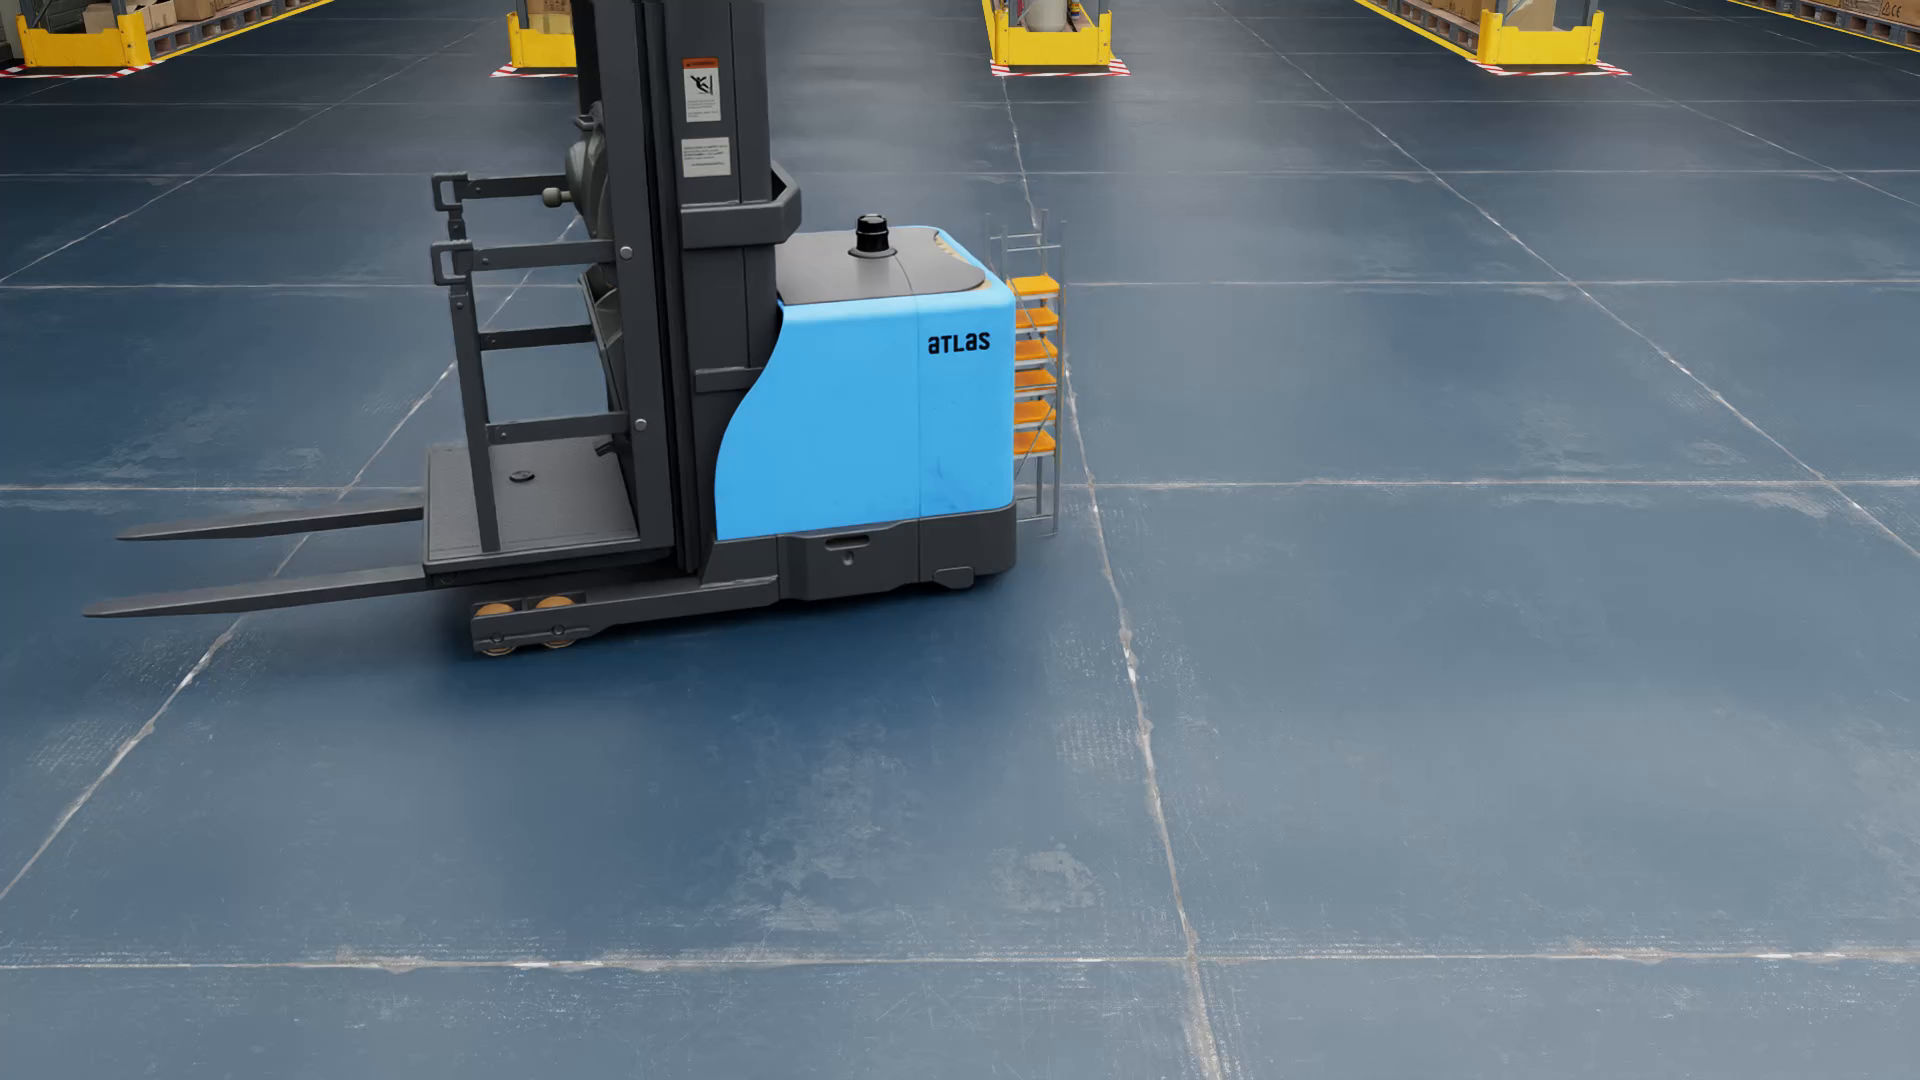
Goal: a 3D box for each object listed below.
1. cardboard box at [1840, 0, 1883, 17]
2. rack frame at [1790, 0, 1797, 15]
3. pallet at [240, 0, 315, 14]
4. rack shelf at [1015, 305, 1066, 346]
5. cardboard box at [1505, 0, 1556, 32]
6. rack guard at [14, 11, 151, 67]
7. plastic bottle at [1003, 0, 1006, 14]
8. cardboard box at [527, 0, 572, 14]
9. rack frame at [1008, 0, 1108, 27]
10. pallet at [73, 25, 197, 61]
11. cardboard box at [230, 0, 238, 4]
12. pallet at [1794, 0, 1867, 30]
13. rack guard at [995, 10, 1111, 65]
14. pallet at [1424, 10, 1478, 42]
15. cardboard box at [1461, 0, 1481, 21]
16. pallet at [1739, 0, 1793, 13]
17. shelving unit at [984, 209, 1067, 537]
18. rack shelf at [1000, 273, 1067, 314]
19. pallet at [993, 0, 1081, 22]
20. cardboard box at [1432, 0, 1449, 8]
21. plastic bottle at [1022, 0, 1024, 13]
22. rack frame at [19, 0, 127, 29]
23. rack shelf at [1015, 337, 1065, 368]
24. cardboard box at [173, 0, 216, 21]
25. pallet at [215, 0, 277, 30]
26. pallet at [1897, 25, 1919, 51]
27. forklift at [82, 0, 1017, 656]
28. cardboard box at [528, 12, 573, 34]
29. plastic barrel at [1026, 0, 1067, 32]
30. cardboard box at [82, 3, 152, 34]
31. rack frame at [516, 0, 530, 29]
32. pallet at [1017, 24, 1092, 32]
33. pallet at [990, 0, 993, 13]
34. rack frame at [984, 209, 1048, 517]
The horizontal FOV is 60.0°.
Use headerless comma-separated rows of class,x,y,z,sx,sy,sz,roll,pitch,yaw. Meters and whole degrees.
cardboard box,10.814,-6.494,19.038,0.875,0.875,0.875,0,24,0
rack frame,10.863,-7.902,20.081,1.000,3.000,0.127,0,24,-1
pallet,-8.967,-6.905,21.260,1.003,0.211,1.213,0,24,-1
rack shelf,0.229,-0.765,6.010,0.258,0.103,0.180,-8,25,-16
cardboard box,5.956,-5.583,17.477,0.500,0.500,0.500,4,25,9
rack guard,-8.914,-5.098,16.916,1.175,0.500,0.348,0,24,-1
plastic bottle,0.515,-6.016,18.675,0.061,0.283,0.133,0,24,1
cardboard box,-4.263,-5.730,17.196,0.500,0.500,0.500,0,24,-1
rack frame,0.993,-6.251,16.430,1.000,3.000,0.127,0,24,-1
pallet,-8.888,-5.302,17.716,1.003,0.211,1.213,0,24,-1
cardboard box,-8.921,-6.544,19.982,0.380,0.166,0.250,-3,25,-7
pallet,10.793,-6.318,19.962,1.003,0.211,1.213,0,24,-1
rack guard,0.945,-5.143,17.014,1.175,0.500,0.348,0,24,-1
pallet,5.961,-5.870,18.973,1.003,0.211,1.213,0,24,-1
cardboard box,5.927,-6.087,18.592,0.500,0.500,0.500,2,24,4
pallet,10.779,-6.949,21.358,1.003,0.211,1.213,0,24,-1
shelving unit,0.229,-0.586,6.091,0.258,1.200,0.189,-8,25,-16
rack shelf,0.229,-0.874,5.960,0.258,0.103,0.180,-8,25,-16
pallet,0.915,-6.351,20.037,1.003,0.211,1.213,0,24,-1
cardboard box,5.881,-6.573,19.666,0.500,0.500,0.500,8,25,16
plastic bottle,0.683,-6.100,18.960,0.097,0.201,0.097,0,24,0
rack frame,-8.913,-6.206,16.332,1.000,3.000,0.127,0,24,-1
rack shelf,0.229,-0.655,6.059,0.258,0.103,0.180,-8,25,-16
cardboard box,-8.795,-6.091,18.576,0.700,0.500,0.500,-2,24,-4
pallet,-8.914,-6.307,19.939,1.003,0.211,1.213,0,24,-1
pallet,10.820,-5.312,17.739,1.003,0.211,1.213,0,24,-1
forklift,-1.376,-1.201,5.348,3.031,2.935,1.130,-7,25,-15
cardboard box,-4.261,-5.388,17.350,0.500,0.250,0.500,0,24,-1
plastic barrel,0.910,-5.579,17.455,0.421,0.512,0.421,0,24,0
cardboard box,-8.831,-5.467,17.427,0.500,0.311,0.500,-3,25,-7
rack frame,-3.960,-6.230,16.385,1.000,3.000,0.127,0,24,-1
pallet,0.942,-5.346,17.814,1.003,0.211,1.213,0,24,-1
pallet,0.902,-6.952,21.365,1.003,0.211,1.213,0,24,-1
rack frame,0.201,-0.622,6.170,0.240,1.200,0.006,-8,25,-16
